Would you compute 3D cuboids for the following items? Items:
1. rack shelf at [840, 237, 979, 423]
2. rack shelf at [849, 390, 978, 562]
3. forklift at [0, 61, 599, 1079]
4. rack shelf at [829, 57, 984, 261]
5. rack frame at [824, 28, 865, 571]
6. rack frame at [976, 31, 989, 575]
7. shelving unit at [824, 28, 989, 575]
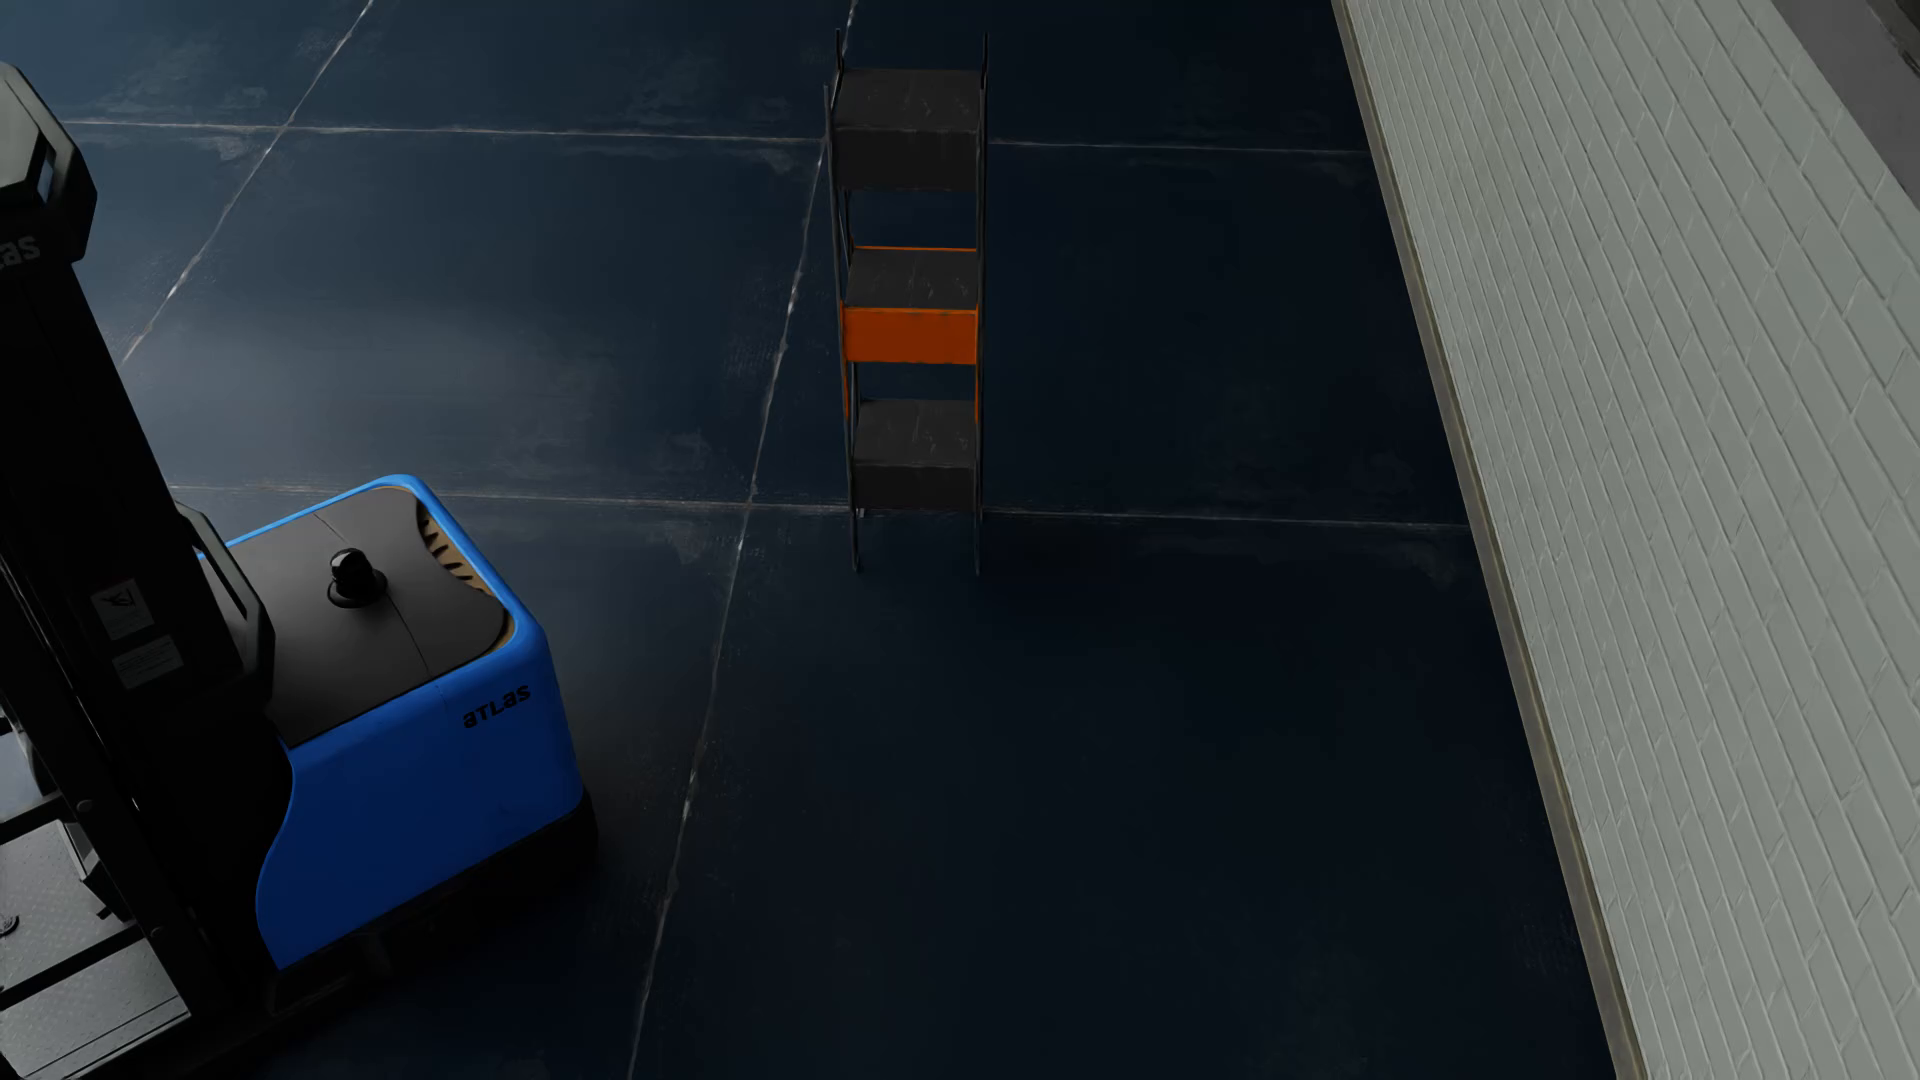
[{"bbox_3d":[-0.165,-0.763,6.049,0.480,0.518,0.431,2,43,2],"label":"rack shelf"},{"bbox_3d":[-0.165,-0.251,6.526,0.480,0.518,0.431,2,43,2],"label":"rack shelf"},{"bbox_3d":[-2.687,0.344,4.230,3.031,2.935,1.130,-28,50,-26],"label":"forklift"},{"bbox_3d":[-0.165,-1.276,5.572,0.480,0.518,0.431,2,43,2],"label":"rack shelf"},{"bbox_3d":[-0.409,-0.781,6.048,0.015,2.100,0.400,2,43,2],"label":"rack frame"},{"bbox_3d":[0.078,-0.766,6.032,0.015,2.100,0.400,2,43,2],"label":"rack frame"},{"bbox_3d":[-0.165,-0.773,6.040,0.503,2.100,0.431,2,43,2],"label":"shelving unit"}]
